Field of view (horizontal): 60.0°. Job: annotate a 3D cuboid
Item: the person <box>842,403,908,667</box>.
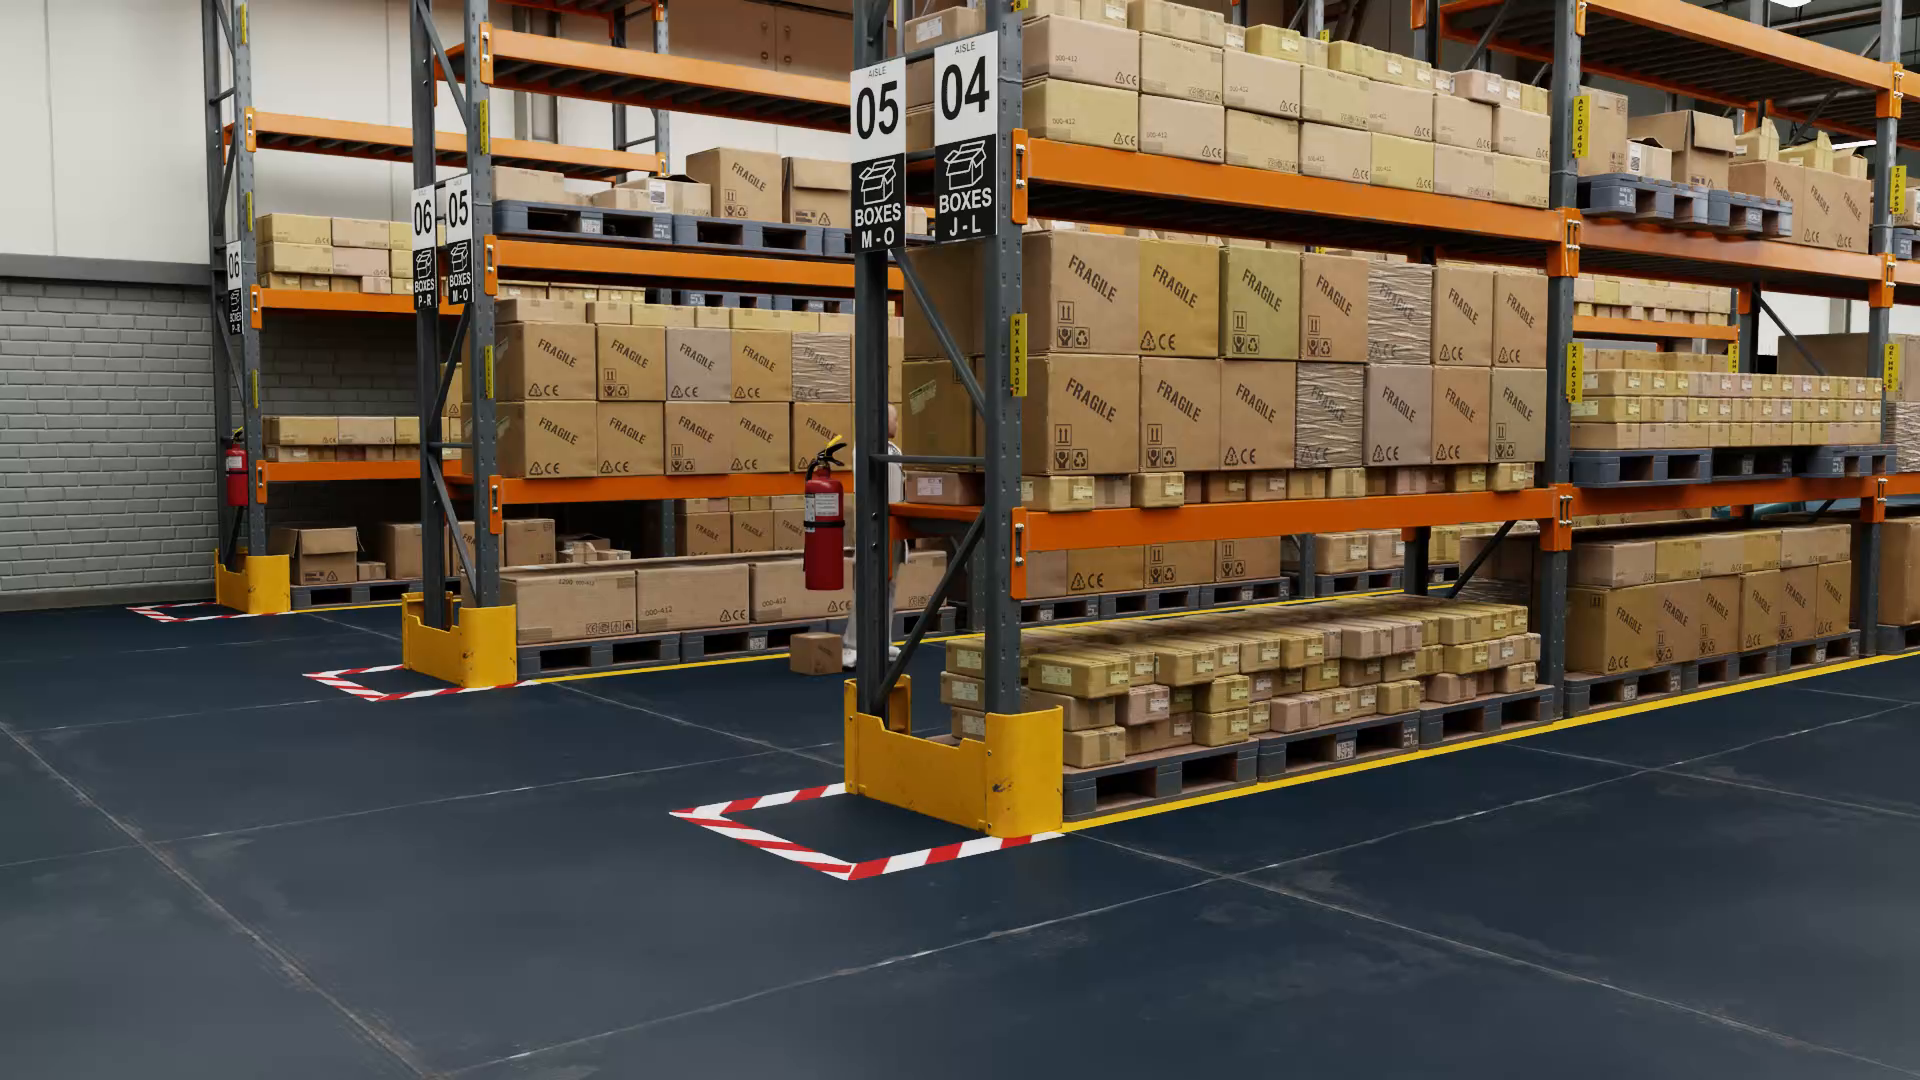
[{"bbox_3d":[-0.574,-0.050,11.293,0.440,1.778,0.703,2,4,21],"label":"person"}]
